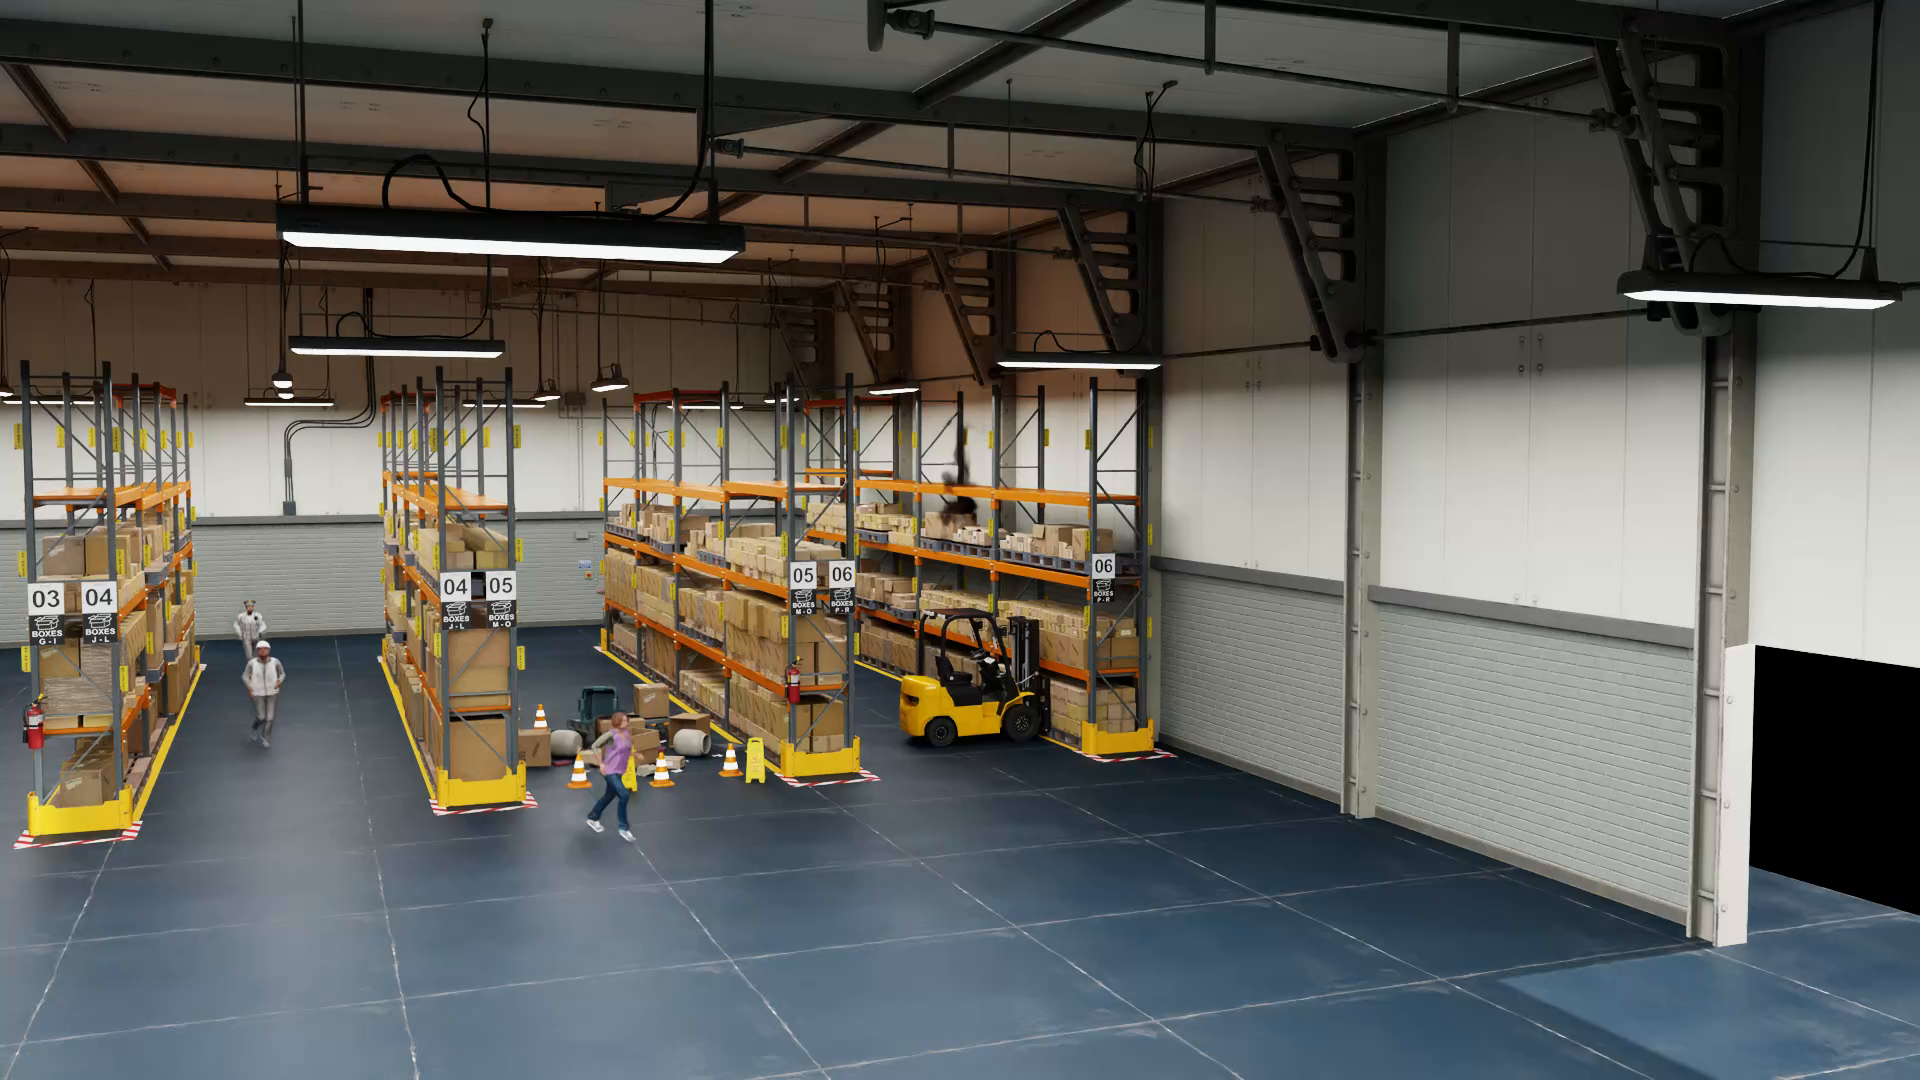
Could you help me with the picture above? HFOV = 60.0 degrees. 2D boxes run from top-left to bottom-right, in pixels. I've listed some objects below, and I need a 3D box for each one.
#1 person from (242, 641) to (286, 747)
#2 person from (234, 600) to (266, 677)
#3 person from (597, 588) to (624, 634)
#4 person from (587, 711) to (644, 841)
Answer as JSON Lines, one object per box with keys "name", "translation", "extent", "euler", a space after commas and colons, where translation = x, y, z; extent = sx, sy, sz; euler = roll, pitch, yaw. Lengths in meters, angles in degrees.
{"name": "person", "translation": [-11.317, 2.509, 27.092], "extent": [0.652, 1.743, 0.607], "euler": [-2, 4, -28]}
{"name": "person", "translation": [-14.804, 2.075, 34.695], "extent": [0.626, 1.693, 0.808], "euler": [-2, 4, -26]}
{"name": "person", "translation": [-8.569, 1.652, 41.169], "extent": [0.861, 1.855, 0.668], "euler": [-2, 4, -33]}
{"name": "person", "translation": [-4.356, 2.959, 20.895], "extent": [0.832, 1.633, 0.475], "euler": [1, 4, 18]}
